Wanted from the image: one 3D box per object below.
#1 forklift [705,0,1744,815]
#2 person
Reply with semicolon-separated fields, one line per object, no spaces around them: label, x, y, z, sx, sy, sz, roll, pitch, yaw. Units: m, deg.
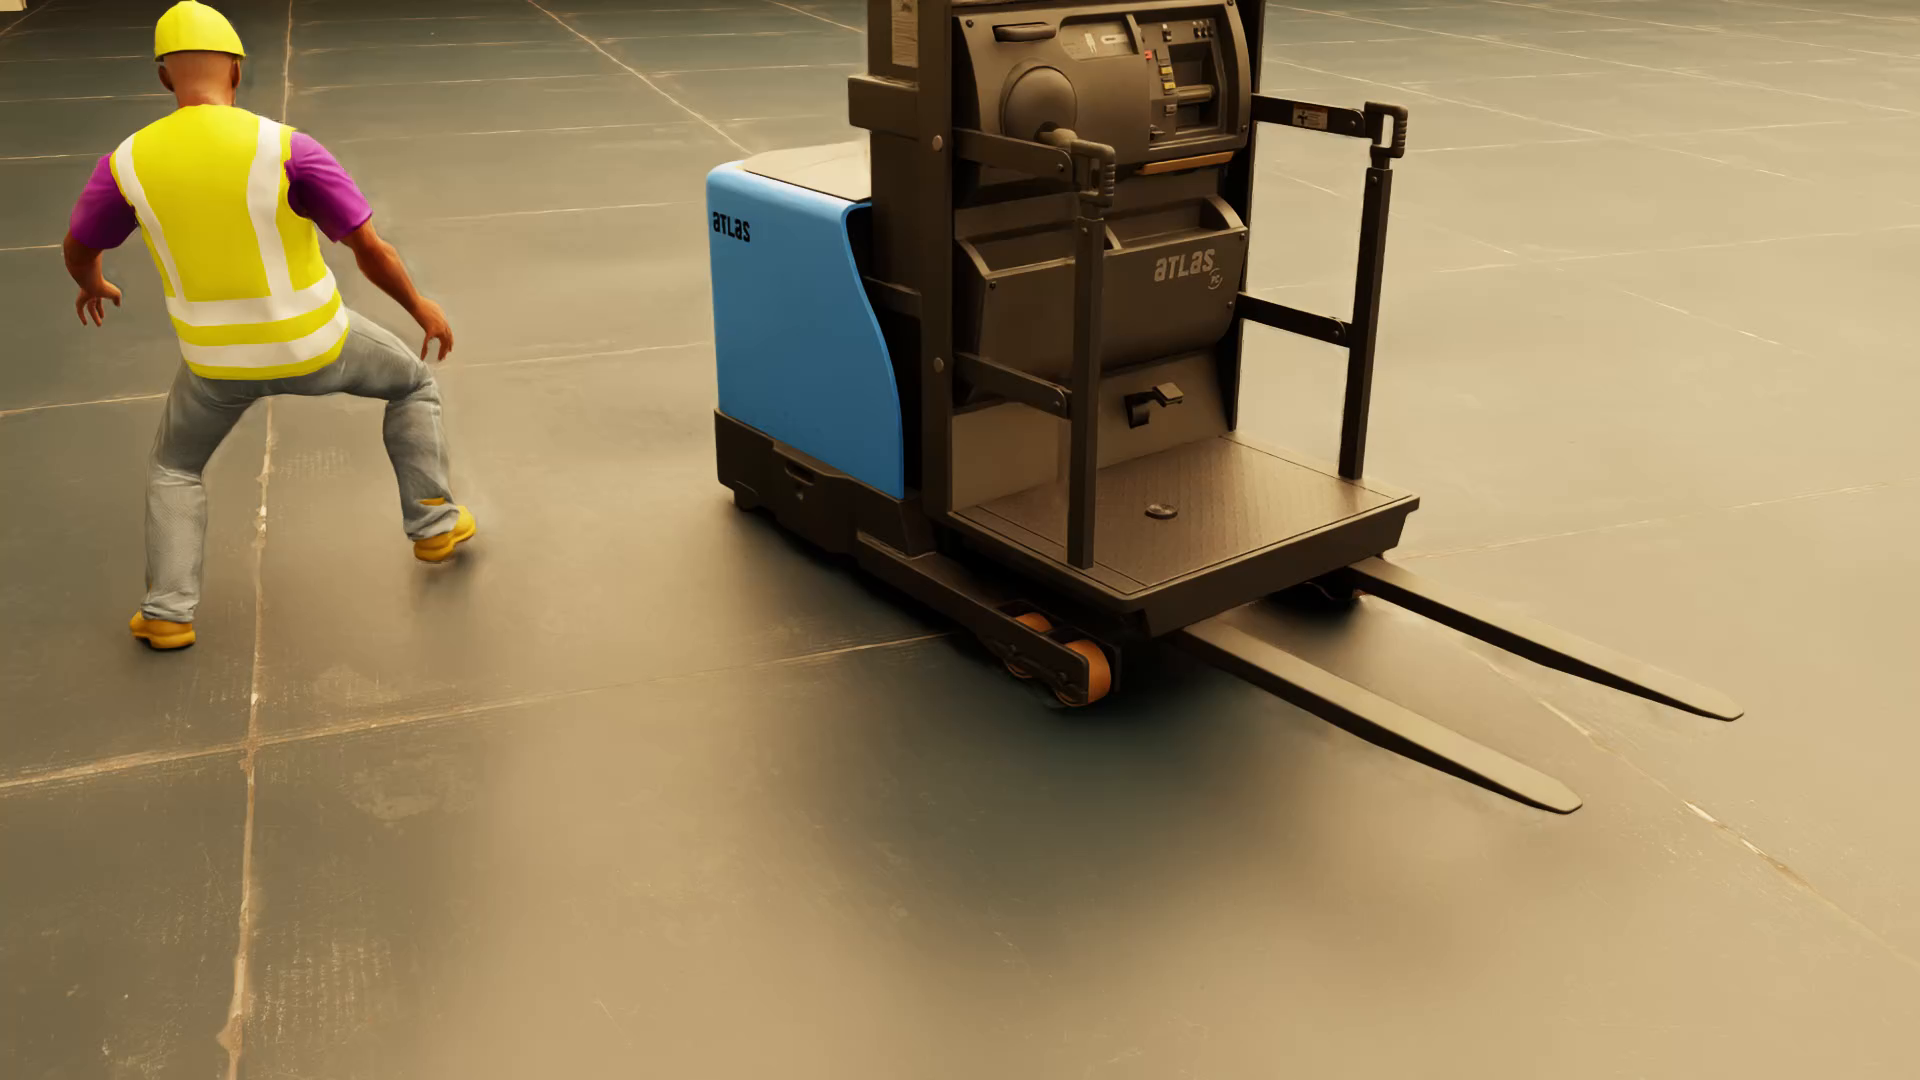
forklift;0.516;-1.156;4.048;1.130;2.935;3.031;-17;28;-34
person;-1.898;-0.578;4.409;1.020;1.630;0.720;-1;23;-3
